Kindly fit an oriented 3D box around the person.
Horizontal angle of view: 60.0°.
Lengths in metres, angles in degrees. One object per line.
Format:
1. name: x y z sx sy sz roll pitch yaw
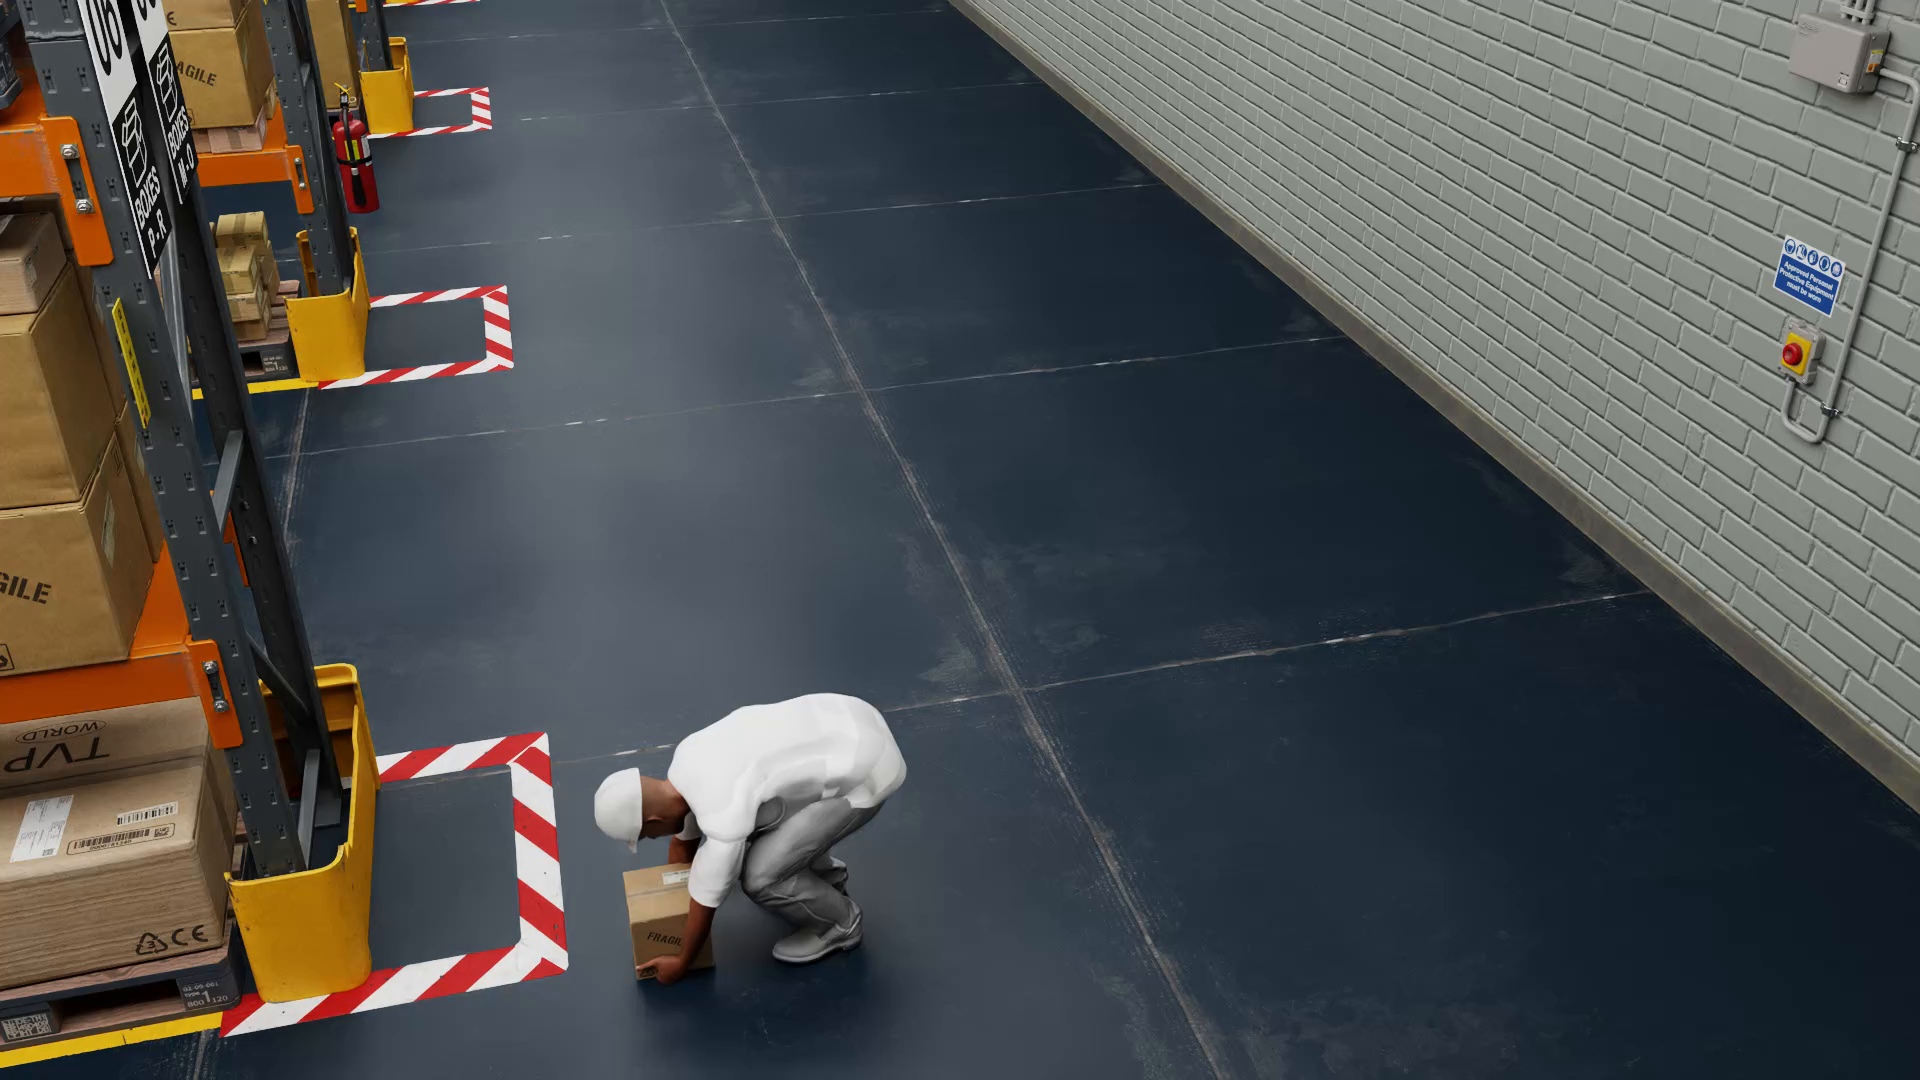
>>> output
1. person: -0.662 0.958 5.376 0.980 0.874 0.515 -9 31 -15
